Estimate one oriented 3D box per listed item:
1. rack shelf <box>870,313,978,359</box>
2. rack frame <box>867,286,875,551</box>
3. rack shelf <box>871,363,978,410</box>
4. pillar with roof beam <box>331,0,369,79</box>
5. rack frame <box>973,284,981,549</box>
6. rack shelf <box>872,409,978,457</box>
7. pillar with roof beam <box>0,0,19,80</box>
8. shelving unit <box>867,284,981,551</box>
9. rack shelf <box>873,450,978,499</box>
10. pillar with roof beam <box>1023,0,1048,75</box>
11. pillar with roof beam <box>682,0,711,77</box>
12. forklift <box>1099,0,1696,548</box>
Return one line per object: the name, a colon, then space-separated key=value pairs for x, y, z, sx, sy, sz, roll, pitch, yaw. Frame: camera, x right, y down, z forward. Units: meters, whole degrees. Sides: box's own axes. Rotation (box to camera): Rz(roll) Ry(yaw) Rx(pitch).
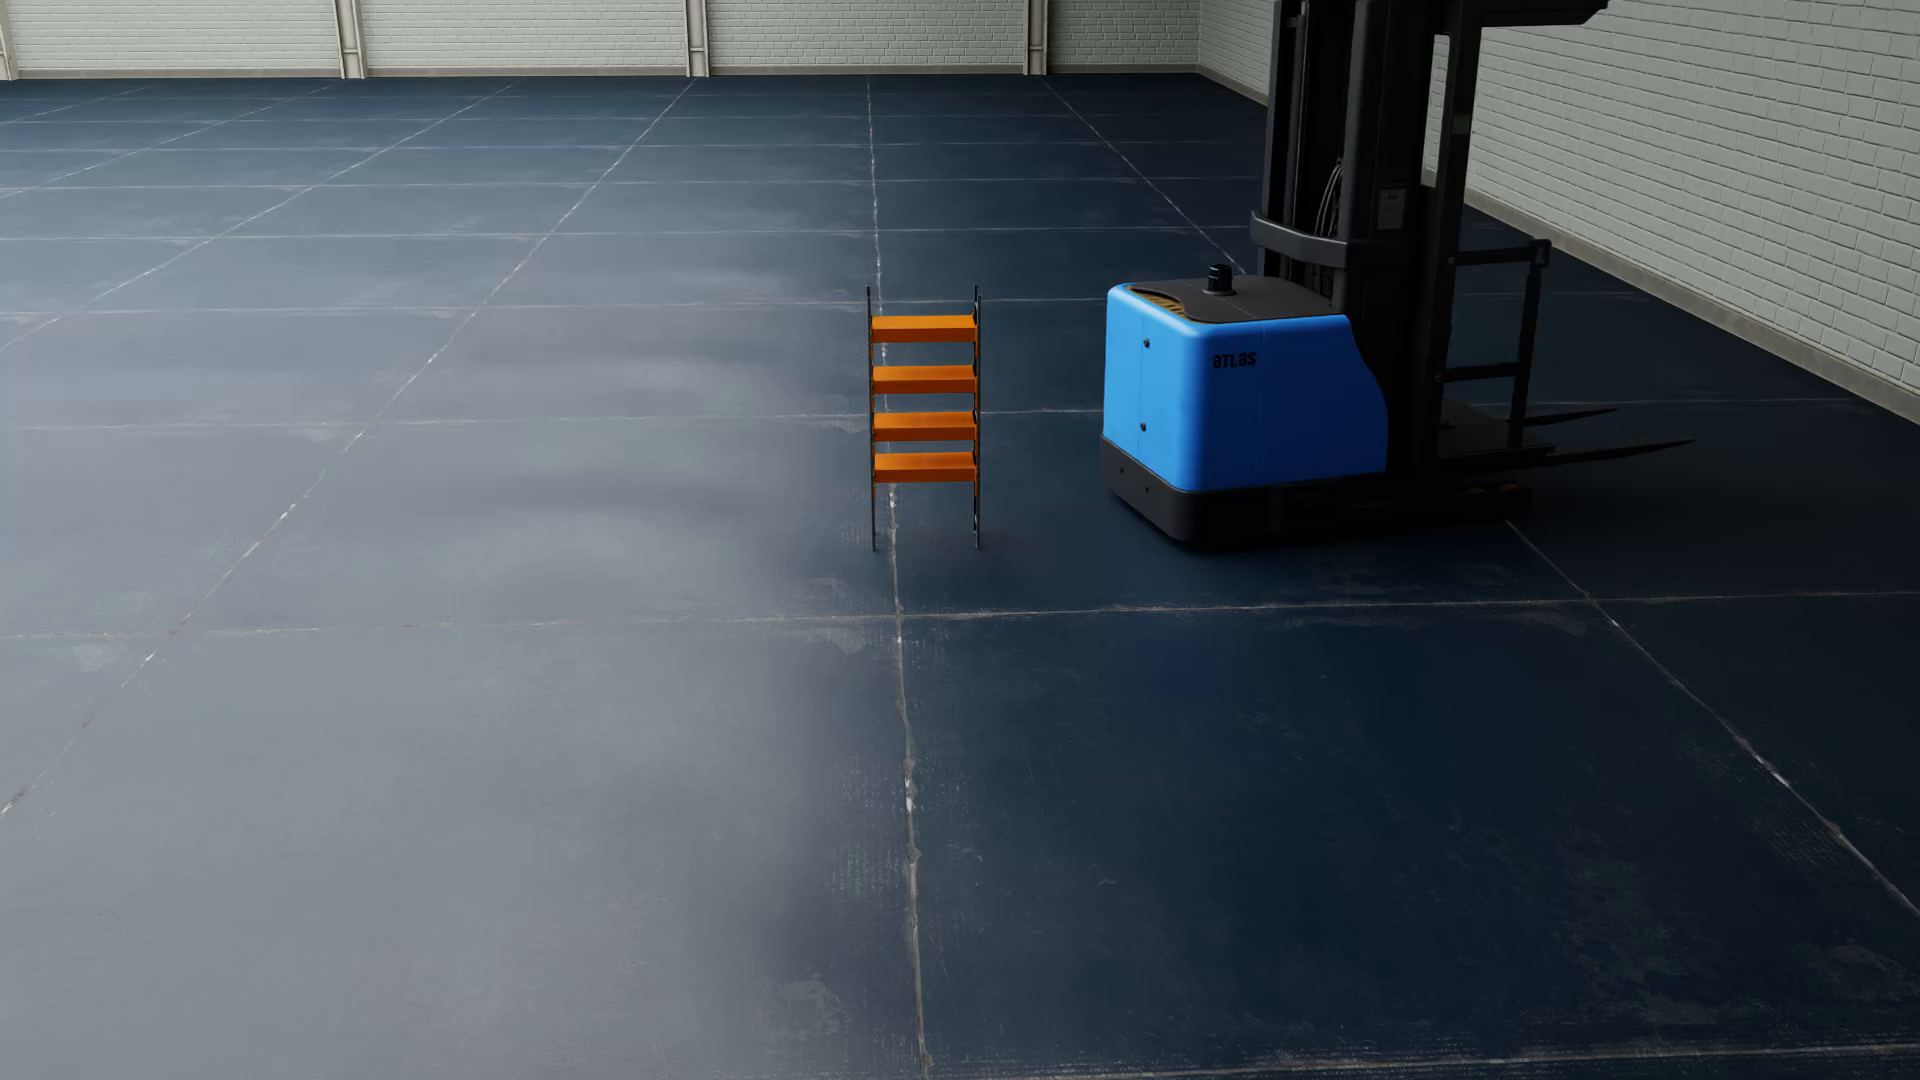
rack shelf: x=-0.165 y=-0.925 z=7.527 sx=0.480 sy=0.148 sz=0.258 roll=-1 pitch=21 yaw=-3
rack frame: x=-0.409 y=-0.552 z=7.654 sx=0.015 sy=1.200 sz=0.240 roll=-1 pitch=21 yaw=-3
rack shelf: x=-0.165 y=-0.704 z=7.611 sx=0.480 sy=0.148 sz=0.258 roll=-1 pitch=21 yaw=-3
pillar with roof beam: x=-10.391 y=-10.810 z=23.636 sx=0.400 sy=9.000 sz=9.100 roll=-1 pitch=21 yaw=-3
rack frame: x=0.078 y=-0.562 z=7.680 sx=0.015 sy=1.200 sz=0.240 roll=-1 pitch=21 yaw=-3
rack shelf: x=-0.165 y=-0.494 z=7.691 sx=0.480 sy=0.148 sz=0.258 roll=-1 pitch=21 yaw=-3
pillar with roof beam: x=-16.381 y=-10.689 z=23.316 sx=0.400 sy=9.000 sz=9.100 roll=-1 pitch=21 yaw=-3
shelving unit: x=-0.165 y=-0.557 z=7.667 sx=0.503 sy=1.200 sz=0.258 roll=-1 pitch=21 yaw=-3
rack shelf: x=-0.165 y=-0.309 z=7.762 sx=0.480 sy=0.148 sz=0.258 roll=-1 pitch=21 yaw=-3
pillar with roof beam: x=1.589 y=-11.054 z=24.277 sx=0.400 sy=9.000 sz=9.100 roll=-1 pitch=21 yaw=-3
pillar with roof beam: x=-4.401 y=-10.932 z=23.956 sx=0.400 sy=9.000 sz=9.100 roll=-1 pitch=21 yaw=-3
forklift: x=2.285 y=-1.628 z=8.046 sx=3.031 sy=2.935 sz=1.130 roll=-7 pitch=22 yaw=-17
